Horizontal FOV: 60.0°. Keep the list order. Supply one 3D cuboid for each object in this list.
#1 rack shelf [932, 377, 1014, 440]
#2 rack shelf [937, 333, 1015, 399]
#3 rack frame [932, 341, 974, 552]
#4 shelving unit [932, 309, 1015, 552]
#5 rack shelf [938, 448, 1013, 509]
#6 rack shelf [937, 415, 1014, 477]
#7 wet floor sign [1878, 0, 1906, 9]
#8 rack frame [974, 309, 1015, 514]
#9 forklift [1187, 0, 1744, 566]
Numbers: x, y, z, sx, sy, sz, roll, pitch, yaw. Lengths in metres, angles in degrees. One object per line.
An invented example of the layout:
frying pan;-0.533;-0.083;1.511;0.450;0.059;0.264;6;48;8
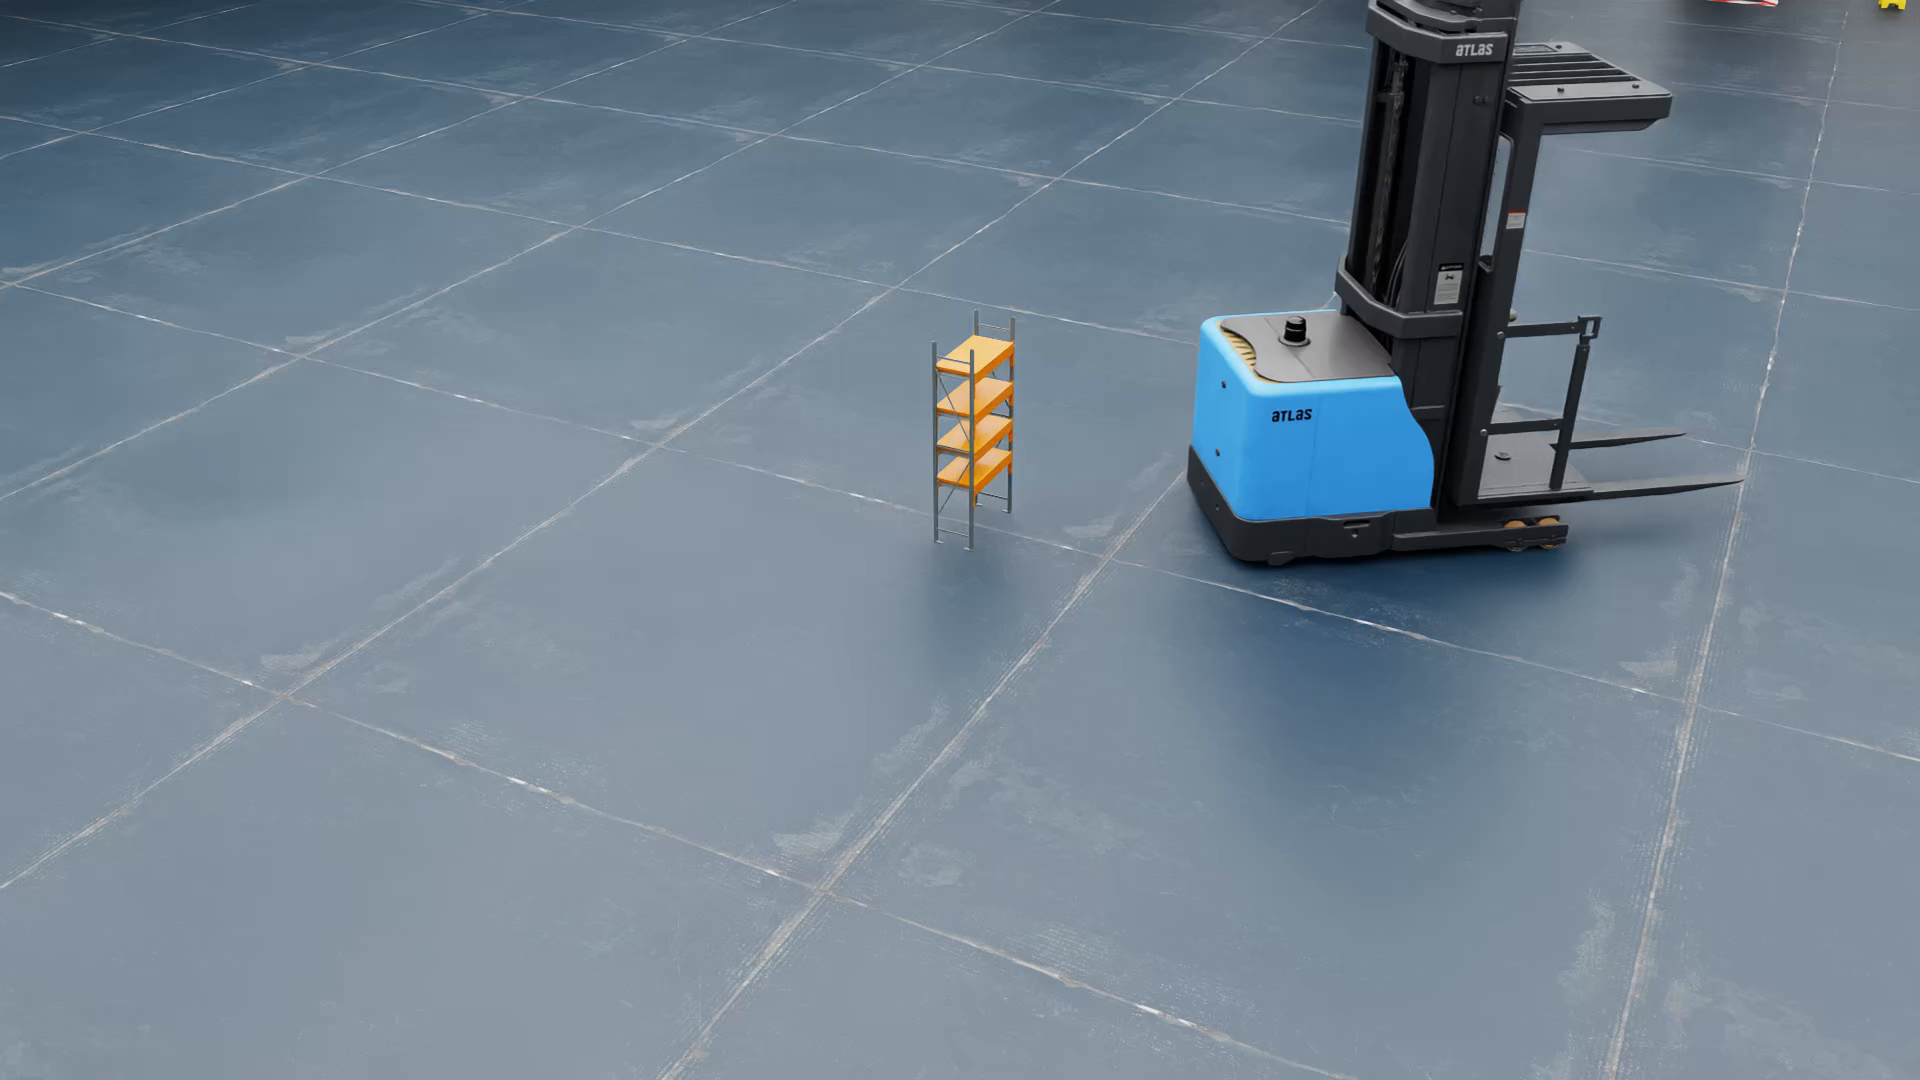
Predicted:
rack shelf;0.075;-0.729;9.001;0.258;0.148;0.480;14;33;23
rack shelf;0.075;-0.934;8.883;0.258;0.148;0.480;14;33;23
rack frame;-0.036;-0.486;8.891;0.240;1.200;0.015;14;33;23
shelving unit;0.075;-0.594;9.079;0.258;1.200;0.503;14;33;23
rack shelf;0.075;-0.363;9.211;0.258;0.148;0.480;14;33;23
rack shelf;0.075;-0.535;9.112;0.258;0.148;0.480;14;33;23
wet floor sign;11.735;-7.003;20.796;0.267;0.644;0.232;9;31;15
rack frame;0.187;-0.702;9.267;0.240;1.200;0.015;14;33;23
forklift;2.888;-1.463;8.855;3.031;2.935;1.130;-5;30;-8
